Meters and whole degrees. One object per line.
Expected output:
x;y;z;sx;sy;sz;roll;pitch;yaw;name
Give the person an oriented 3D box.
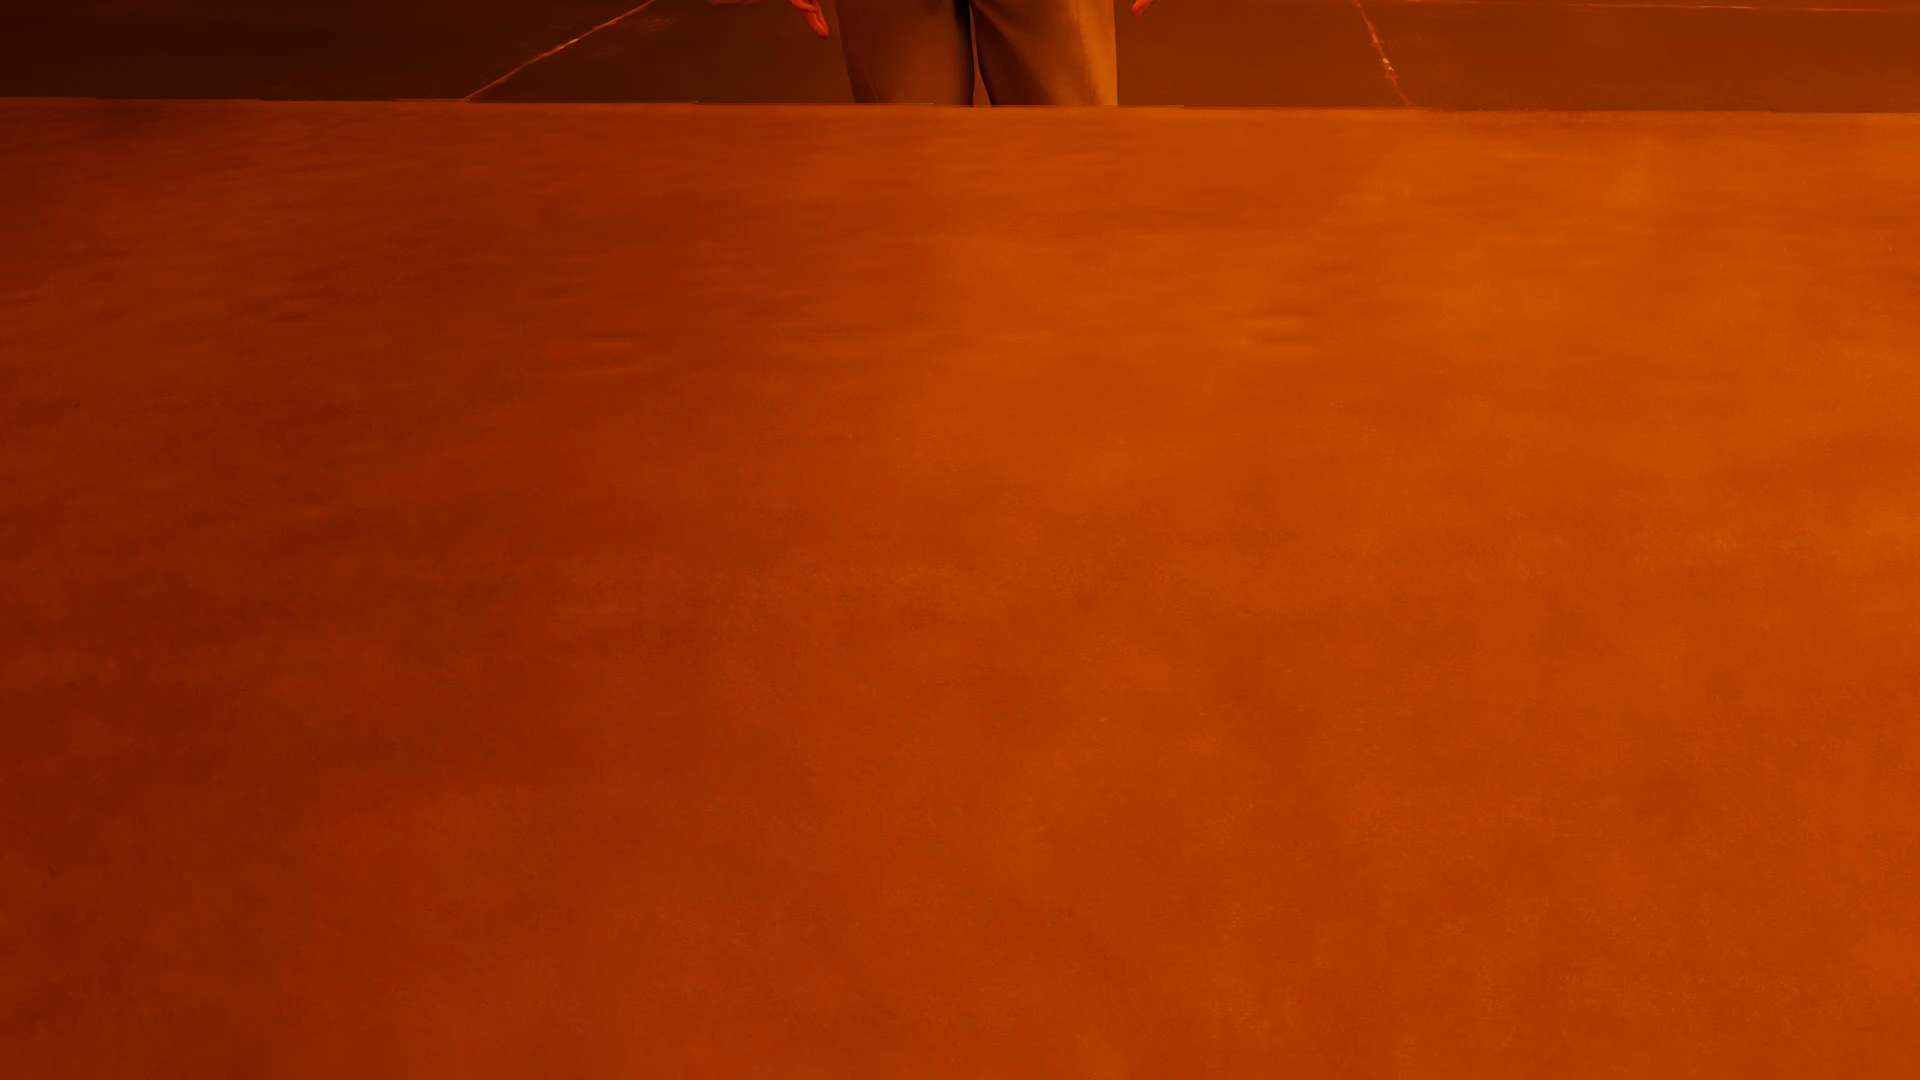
0.023;-0.788;2.186;0.549;1.675;0.549;3;27;7;person
